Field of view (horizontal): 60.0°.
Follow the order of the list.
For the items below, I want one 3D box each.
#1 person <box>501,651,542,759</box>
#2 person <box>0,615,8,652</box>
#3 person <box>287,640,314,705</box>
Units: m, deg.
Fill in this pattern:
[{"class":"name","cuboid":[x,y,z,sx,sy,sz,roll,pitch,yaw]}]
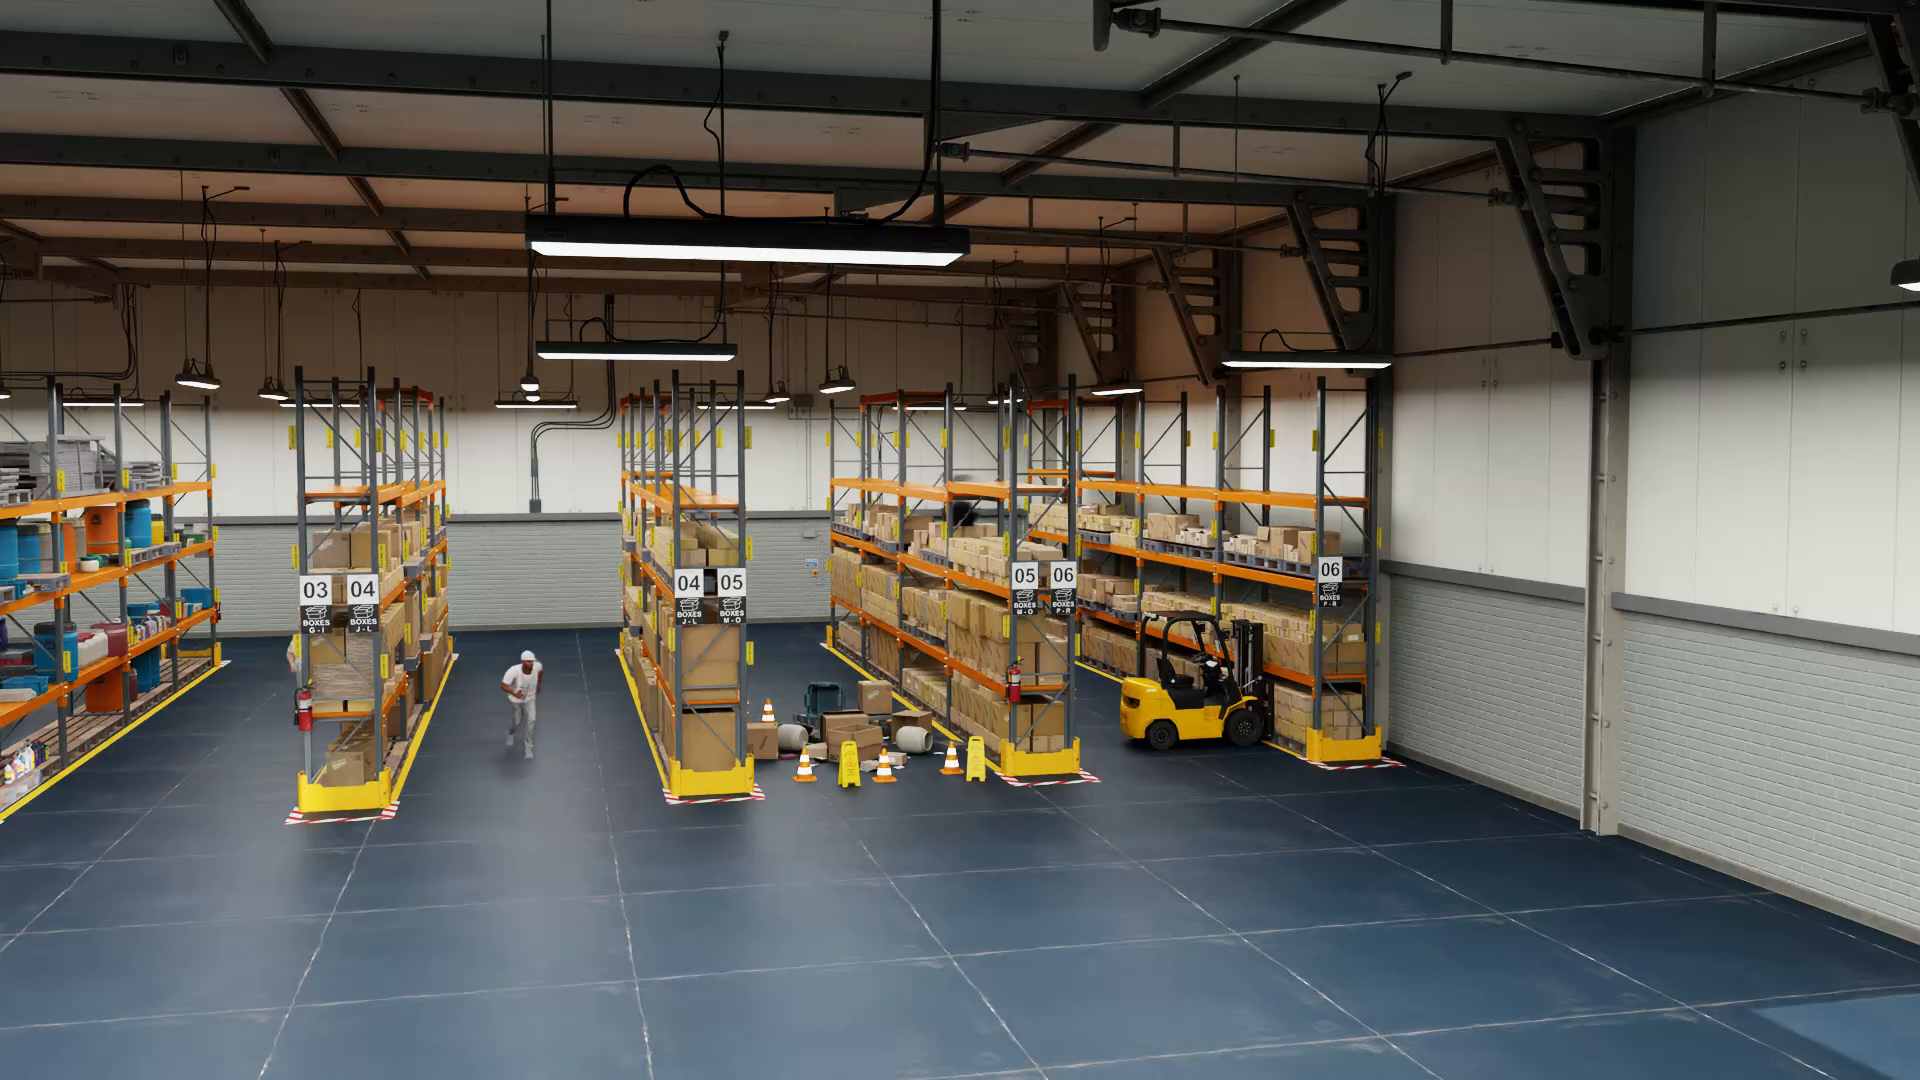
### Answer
[{"class":"person","cuboid":[-7.033,2.590,26.592,0.733,1.715,1.046,-3,4,-38]},{"class":"person","cuboid":[-21.693,1.938,37.341,0.893,1.659,0.600,2,4,31]},{"class":"person","cuboid":[-11.920,2.342,30.367,0.677,1.739,0.636,-2,4,-28]}]
